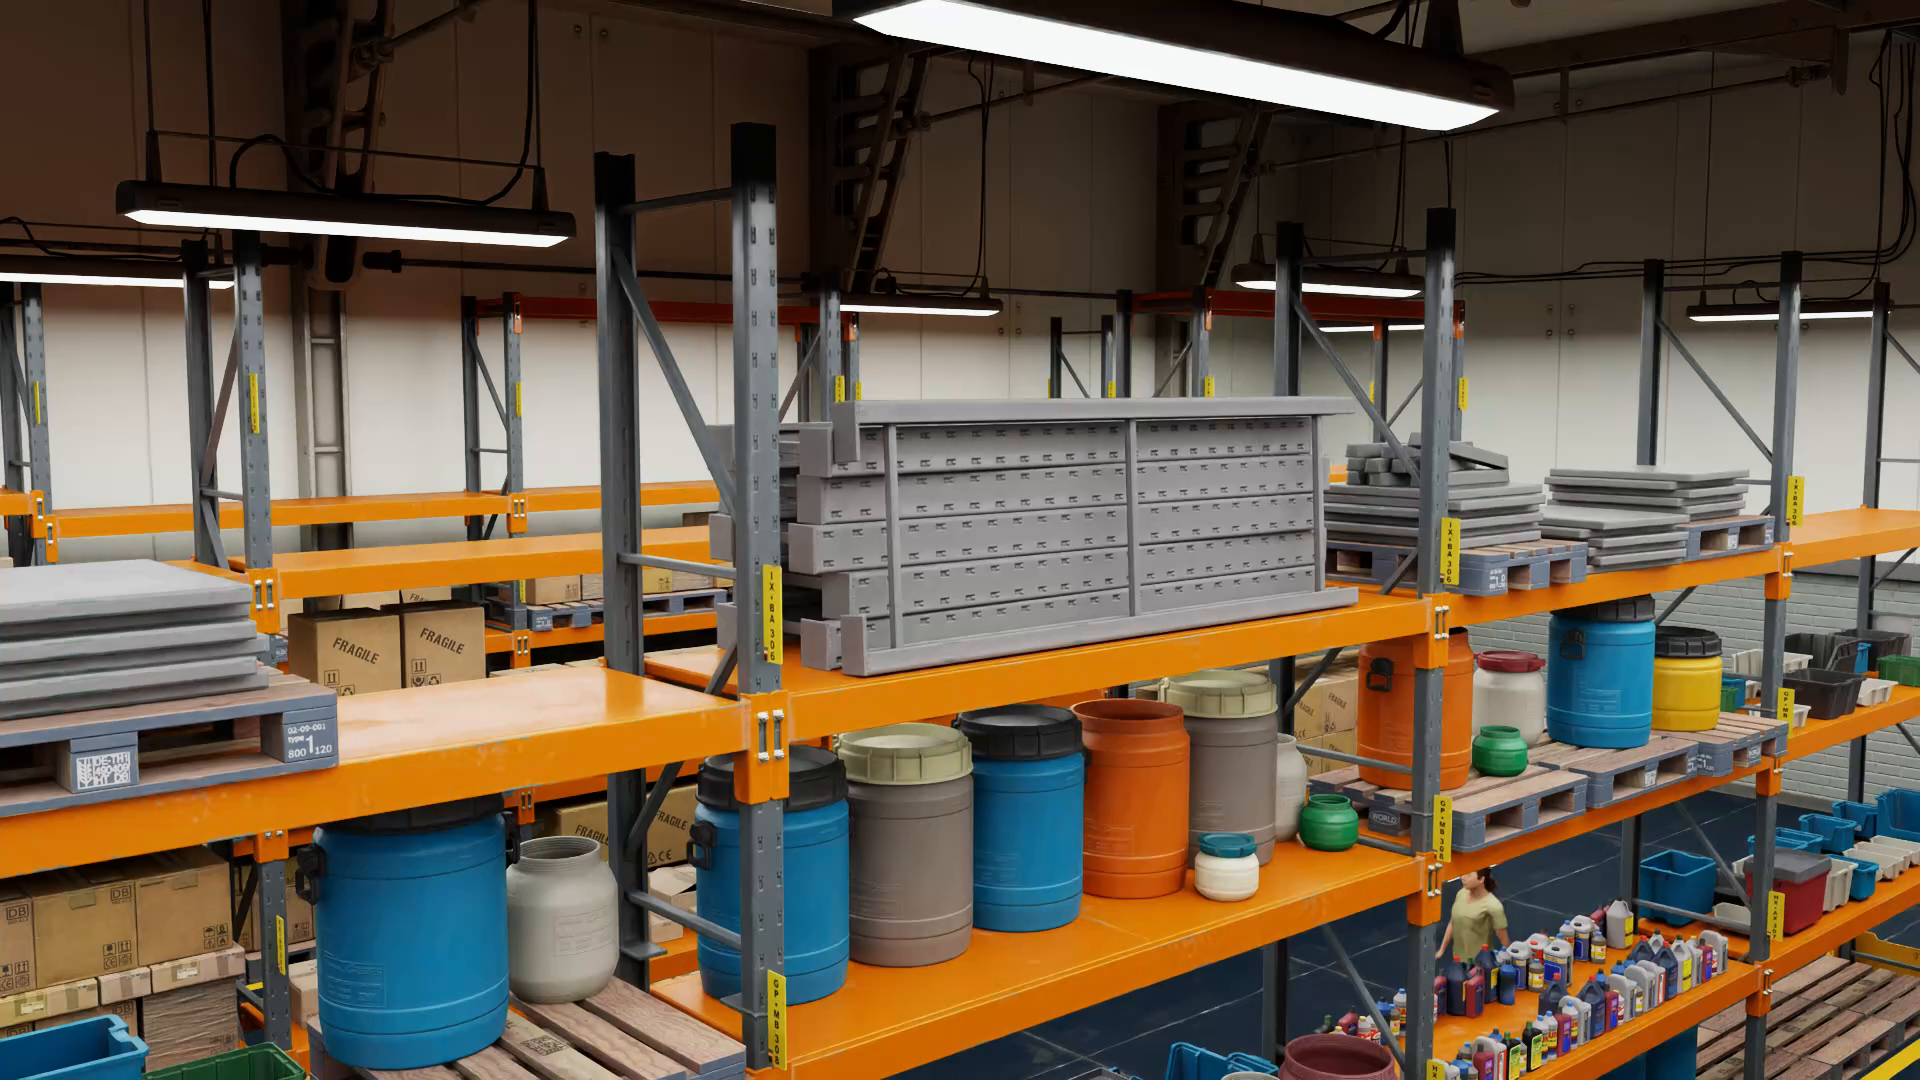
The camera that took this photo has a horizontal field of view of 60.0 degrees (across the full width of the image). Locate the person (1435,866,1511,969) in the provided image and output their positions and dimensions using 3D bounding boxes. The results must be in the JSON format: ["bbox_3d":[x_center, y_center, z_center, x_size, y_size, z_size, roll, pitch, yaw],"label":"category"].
[{"bbox_3d":[3.750,3.166,12.430,0.996,1.619,0.484,-2,6,-20],"label":"person"}]
